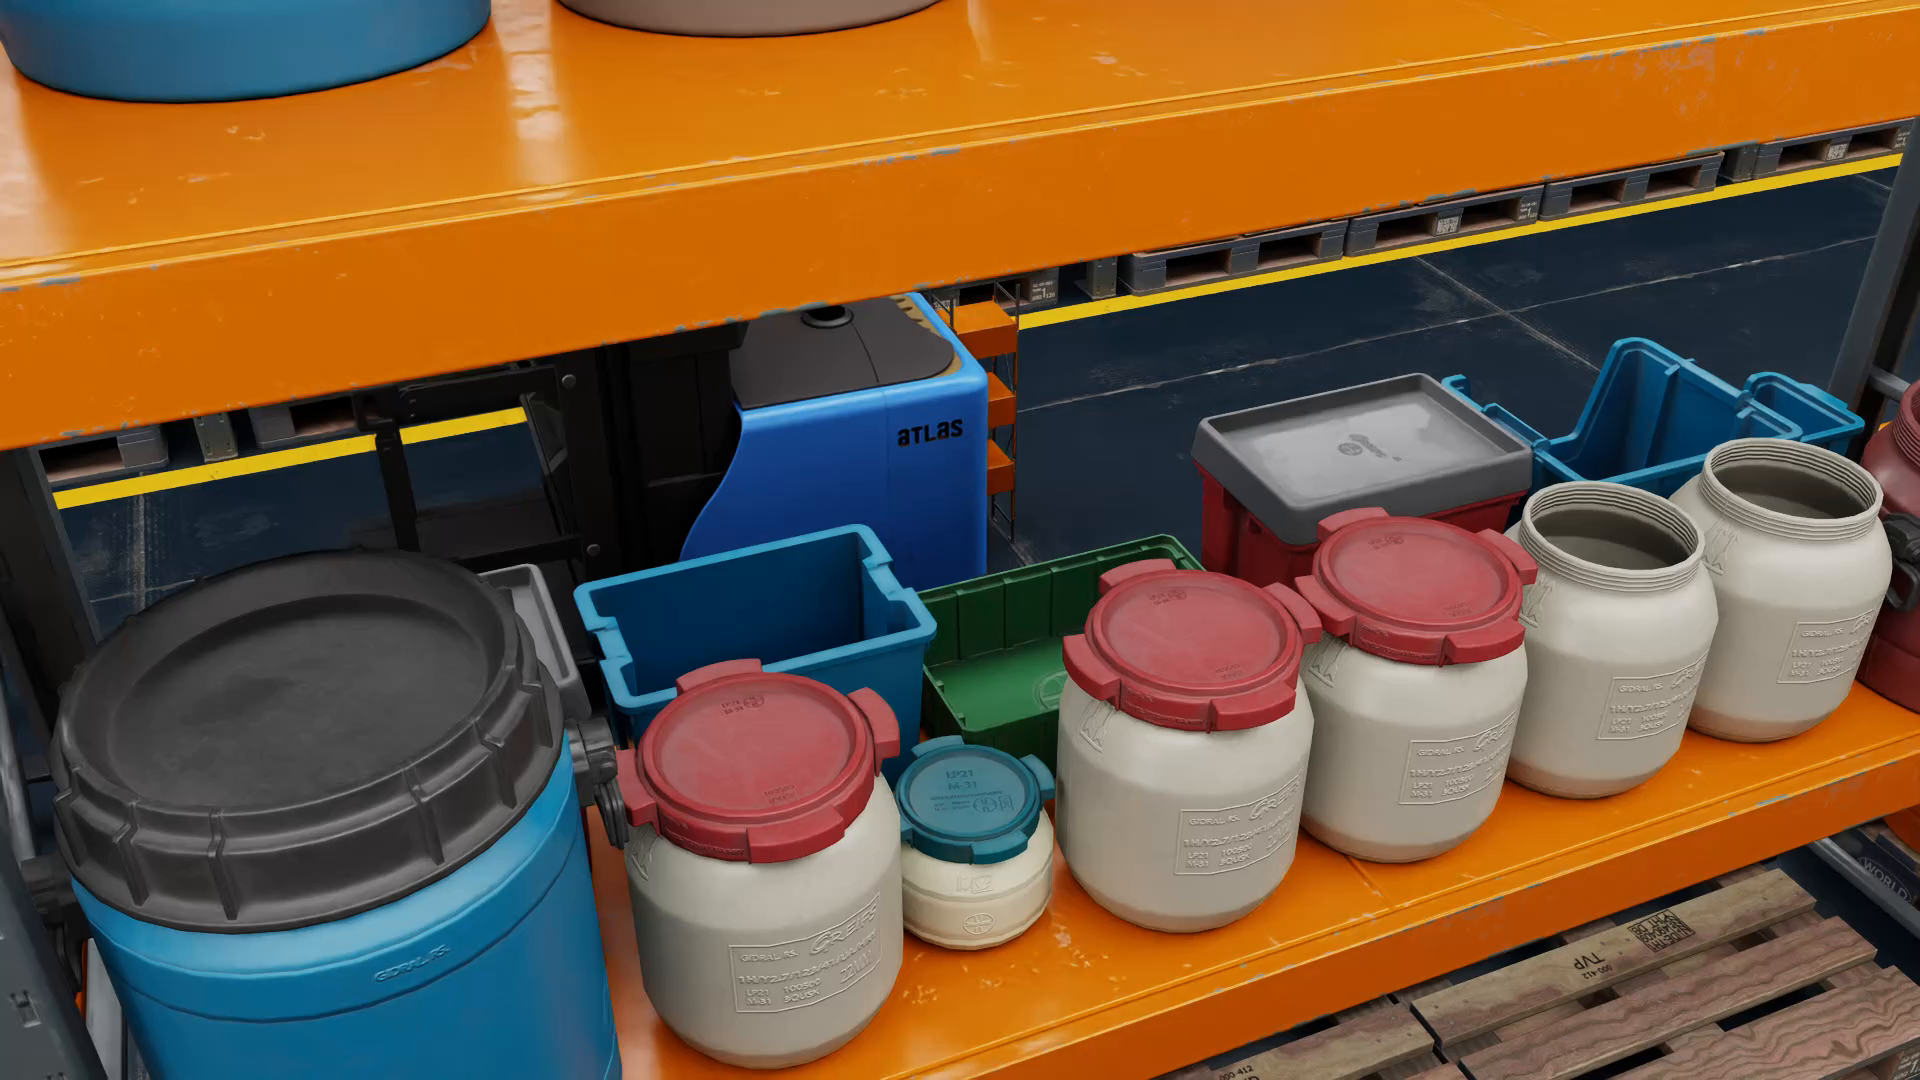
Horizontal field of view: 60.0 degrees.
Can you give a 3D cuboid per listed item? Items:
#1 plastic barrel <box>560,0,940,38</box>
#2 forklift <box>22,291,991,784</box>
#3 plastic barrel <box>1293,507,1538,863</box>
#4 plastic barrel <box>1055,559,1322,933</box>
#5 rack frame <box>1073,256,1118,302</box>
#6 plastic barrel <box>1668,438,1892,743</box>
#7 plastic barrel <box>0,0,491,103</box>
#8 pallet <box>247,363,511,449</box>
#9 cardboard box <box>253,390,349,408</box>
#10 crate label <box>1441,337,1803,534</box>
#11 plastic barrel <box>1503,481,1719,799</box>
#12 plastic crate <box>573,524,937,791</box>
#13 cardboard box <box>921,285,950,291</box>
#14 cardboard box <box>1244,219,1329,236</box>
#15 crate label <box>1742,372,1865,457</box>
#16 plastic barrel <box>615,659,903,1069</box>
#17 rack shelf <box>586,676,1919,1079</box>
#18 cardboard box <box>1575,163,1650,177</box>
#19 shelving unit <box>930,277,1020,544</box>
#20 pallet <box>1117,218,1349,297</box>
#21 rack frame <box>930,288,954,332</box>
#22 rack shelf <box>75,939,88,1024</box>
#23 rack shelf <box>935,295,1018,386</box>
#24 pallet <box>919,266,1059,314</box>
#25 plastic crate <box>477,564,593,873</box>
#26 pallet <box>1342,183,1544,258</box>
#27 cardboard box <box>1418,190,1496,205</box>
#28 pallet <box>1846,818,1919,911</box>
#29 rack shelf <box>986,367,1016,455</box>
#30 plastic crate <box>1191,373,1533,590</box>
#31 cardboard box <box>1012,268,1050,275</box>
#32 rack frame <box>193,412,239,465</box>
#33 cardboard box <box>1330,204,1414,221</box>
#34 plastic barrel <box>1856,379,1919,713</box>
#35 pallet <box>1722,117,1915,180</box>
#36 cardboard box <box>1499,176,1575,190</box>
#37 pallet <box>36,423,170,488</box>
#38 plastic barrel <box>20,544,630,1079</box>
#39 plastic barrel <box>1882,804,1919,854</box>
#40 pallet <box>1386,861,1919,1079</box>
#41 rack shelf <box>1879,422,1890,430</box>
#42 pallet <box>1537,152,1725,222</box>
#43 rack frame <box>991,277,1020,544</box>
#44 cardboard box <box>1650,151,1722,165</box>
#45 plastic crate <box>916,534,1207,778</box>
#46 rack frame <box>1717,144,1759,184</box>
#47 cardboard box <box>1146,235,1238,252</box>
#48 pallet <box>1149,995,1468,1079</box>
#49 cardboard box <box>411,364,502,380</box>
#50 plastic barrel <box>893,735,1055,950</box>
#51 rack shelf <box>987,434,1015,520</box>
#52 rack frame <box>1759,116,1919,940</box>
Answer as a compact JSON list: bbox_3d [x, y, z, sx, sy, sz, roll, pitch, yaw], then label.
[{"bbox_3d":[-0.280,-1.156,2.066,0.600,0.901,0.600,0,33,0],"label":"plastic barrel"},{"bbox_3d":[-1.471,-0.801,4.794,3.031,2.935,1.130,-12,35,-17],"label":"forklift"},{"bbox_3d":[0.775,0.271,2.959,0.433,0.535,0.433,0,33,0],"label":"plastic barrel"},{"bbox_3d":[0.376,0.362,2.818,0.433,0.535,0.433,0,33,0],"label":"plastic barrel"},{"bbox_3d":[0.506,-2.670,7.604,0.127,3.000,1.000,-13,35,-19],"label":"rack frame"},{"bbox_3d":[1.555,0.099,3.245,0.421,0.512,0.421,0,33,0],"label":"plastic barrel"},{"bbox_3d":[-0.883,-1.018,1.854,0.708,0.901,0.600,-13,35,-19],"label":"plastic barrel"},{"bbox_3d":[-2.518,-0.832,7.335,1.213,0.211,1.003,-13,35,-19],"label":"pallet"},{"bbox_3d":[-2.714,-0.810,6.880,0.500,0.250,0.500,-14,35,-20],"label":"cardboard box"},{"bbox_3d":[1.400,-0.120,3.651,0.616,0.435,0.502,-13,35,-19],"label":"crate label"},{"bbox_3d":[1.166,0.188,3.108,0.421,0.512,0.421,0,33,0],"label":"plastic barrel"},{"bbox_3d":[-0.371,0.283,3.079,0.575,0.384,0.392,-13,35,-19],"label":"plastic crate"},{"bbox_3d":[-0.358,-1.349,7.710,0.500,0.250,0.500,-13,35,-19],"label":"cardboard box"},{"bbox_3d":[1.517,-1.873,8.266,0.500,0.500,0.500,-14,36,-21],"label":"cardboard box"},{"bbox_3d":[1.887,-0.208,3.973,0.416,0.233,0.303,-13,35,-19],"label":"crate label"},{"bbox_3d":[-0.301,0.517,2.580,0.433,0.535,0.433,0,33,0],"label":"plastic barrel"},{"bbox_3d":[0.576,0.545,3.321,4.000,0.370,1.077,-13,35,-19],"label":"rack shelf"},{"bbox_3d":[3.391,-2.303,8.928,0.500,0.500,0.500,-13,35,-19],"label":"cardboard box"},{"bbox_3d":[0.049,-0.451,5.981,0.252,1.050,0.215,-13,35,-19],"label":"shelving unit"},{"bbox_3d":[1.209,-1.640,8.577,1.213,0.211,1.003,-13,35,-19],"label":"pallet"},{"bbox_3d":[-0.063,-0.426,5.941,0.008,1.050,0.200,-13,35,-19],"label":"rack frame"},{"bbox_3d":[-3.112,1.390,2.024,4.000,0.370,1.077,-13,35,-19],"label":"rack shelf"},{"bbox_3d":[0.049,-0.680,5.832,0.240,0.259,0.215,-13,35,-19],"label":"rack shelf"},{"bbox_3d":[-0.268,-1.347,8.127,1.213,0.211,1.003,-13,35,-19],"label":"pallet"},{"bbox_3d":[-0.940,0.383,2.852,0.583,0.464,0.402,-13,35,-19],"label":"plastic crate"},{"bbox_3d":[2.332,-1.896,8.970,1.213,0.211,1.003,-13,35,-19],"label":"pallet"},{"bbox_3d":[2.461,-2.089,8.599,0.500,0.500,0.500,-14,36,-21],"label":"cardboard box"},{"bbox_3d":[3.131,0.803,4.823,1.213,0.211,1.003,-13,35,-19],"label":"pallet"},{"bbox_3d":[0.049,-0.442,5.987,0.240,0.259,0.215,-13,35,-19],"label":"rack shelf"},{"bbox_3d":[0.812,-0.018,3.469,0.583,0.464,0.402,-13,35,-19],"label":"plastic crate"},{"bbox_3d":[0.116,-1.460,7.880,0.500,0.250,0.500,-12,35,-18],"label":"cardboard box"},{"bbox_3d":[-3.182,-1.826,6.306,0.127,3.000,1.000,-13,35,-19],"label":"rack frame"},{"bbox_3d":[1.982,-1.976,8.425,0.500,0.500,0.500,-13,35,-20],"label":"cardboard box"},{"bbox_3d":[2.110,0.015,3.352,0.708,0.536,0.600,-13,35,-19],"label":"plastic barrel"},{"bbox_3d":[4.828,-2.490,9.884,1.213,0.211,1.003,-13,35,-19],"label":"pallet"},{"bbox_3d":[2.929,-2.197,8.765,0.500,0.500,0.500,-12,35,-18],"label":"cardboard box"},{"bbox_3d":[-3.931,-0.510,6.840,1.213,0.211,1.003,-13,35,-19],"label":"pallet"},{"bbox_3d":[-0.794,0.526,2.231,0.708,0.901,0.600,-13,35,-19],"label":"plastic barrel"},{"bbox_3d":[2.865,0.443,4.423,0.708,0.830,0.600,-13,35,-19],"label":"plastic barrel"},{"bbox_3d":[1.691,1.134,4.313,1.213,0.211,1.003,-13,35,-19],"label":"pallet"},{"bbox_3d":[4.264,-0.299,4.619,4.000,0.370,1.077,-13,35,-19],"label":"rack shelf"},{"bbox_3d":[3.459,-2.155,9.369,1.213,0.211,1.003,-13,35,-19],"label":"pallet"},{"bbox_3d":[0.162,-0.477,6.021,0.008,1.050,0.200,-13,35,-19],"label":"rack frame"},{"bbox_3d":[3.850,-2.403,9.082,0.500,0.500,0.500,-13,35,-19],"label":"cardboard box"},{"bbox_3d":[0.229,0.245,3.317,0.662,0.188,0.450,-13,35,-19],"label":"plastic crate"},{"bbox_3d":[4.194,-3.515,8.902,0.127,3.000,1.000,-13,35,-19],"label":"rack frame"},{"bbox_3d":[1.037,-1.759,8.092,0.500,0.500,0.500,-11,35,-17],"label":"cardboard box"},{"bbox_3d":[0.568,1.390,3.921,1.213,0.211,1.003,-13,35,-19],"label":"pallet"},{"bbox_3d":[-2.242,-0.917,7.045,0.500,0.250,0.500,-12,35,-18],"label":"cardboard box"},{"bbox_3d":[0.012,0.522,2.825,0.301,0.262,0.301,0,33,0],"label":"plastic barrel"},{"bbox_3d":[0.049,-0.210,6.138,0.240,0.259,0.215,-13,35,-19],"label":"rack shelf"},{"bbox_3d":[2.420,-0.179,3.774,0.127,3.000,1.000,-13,35,-19],"label":"rack frame"}]
